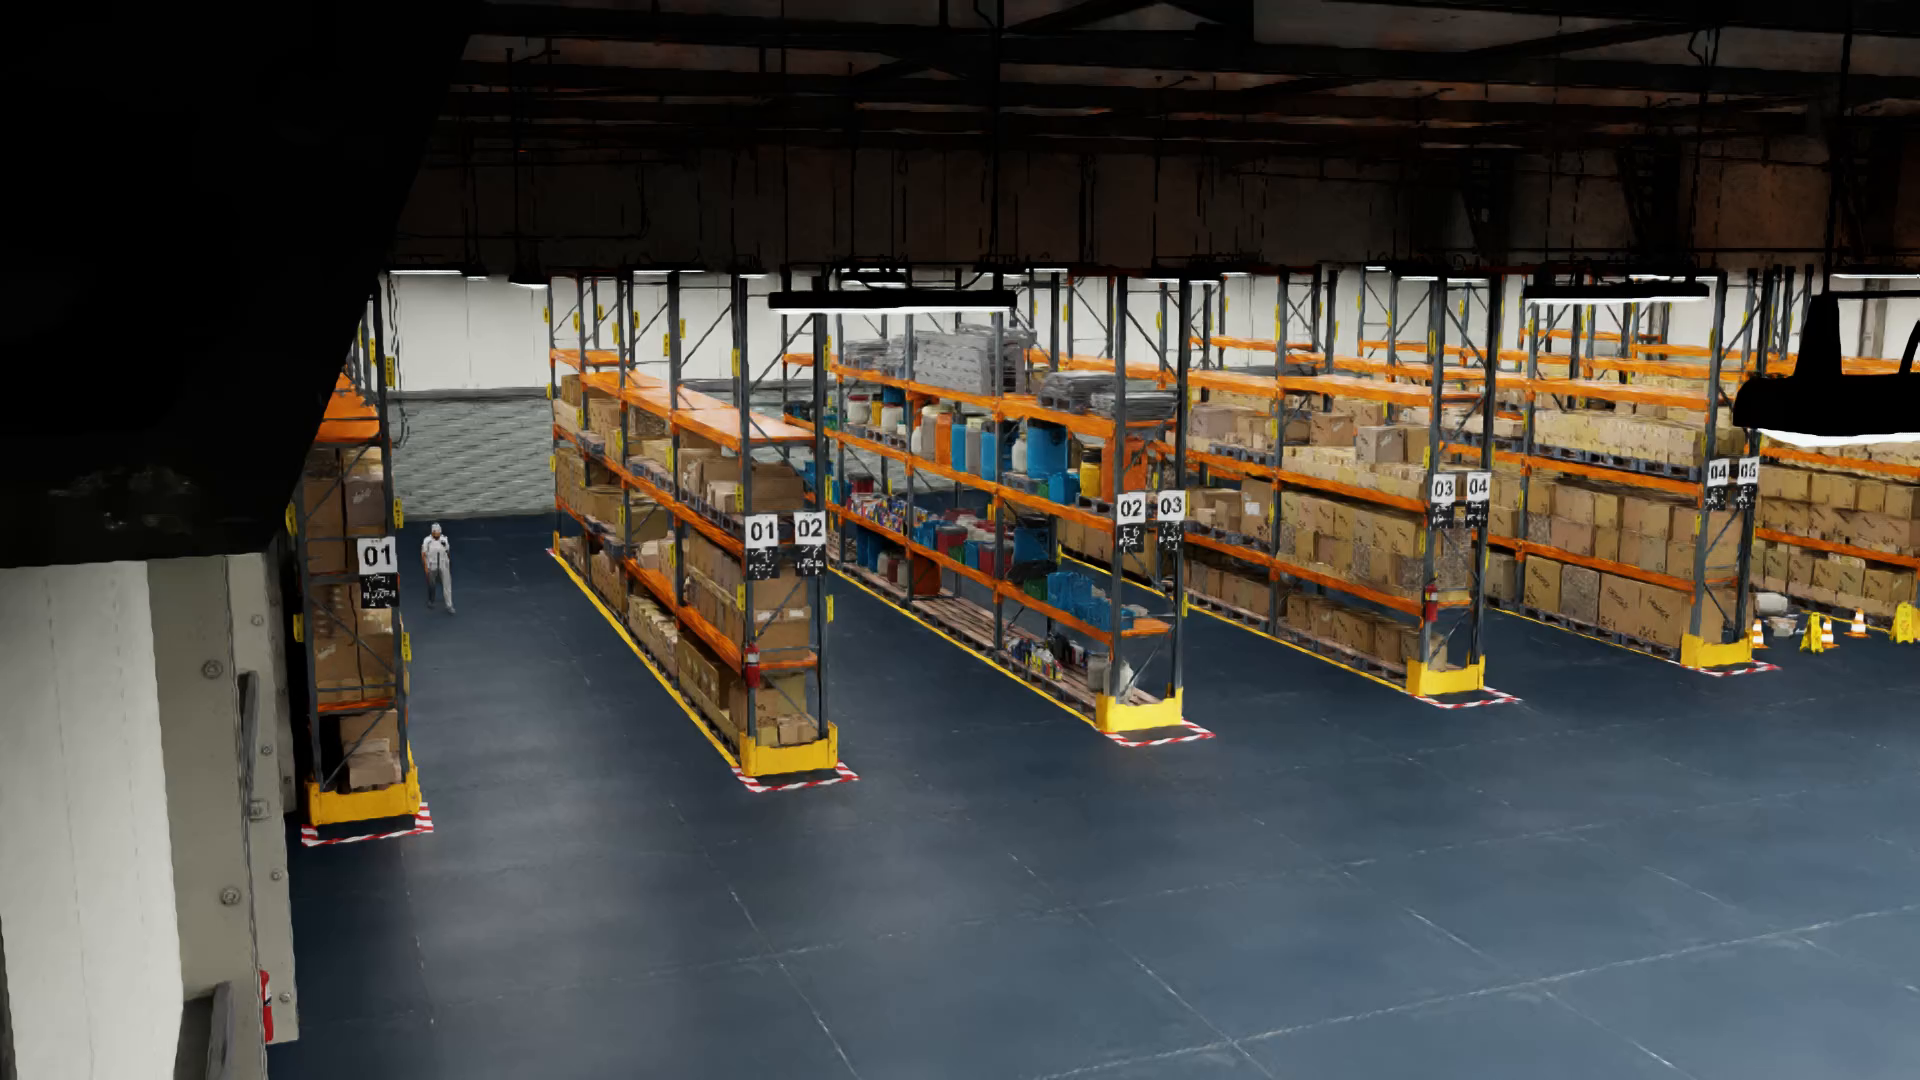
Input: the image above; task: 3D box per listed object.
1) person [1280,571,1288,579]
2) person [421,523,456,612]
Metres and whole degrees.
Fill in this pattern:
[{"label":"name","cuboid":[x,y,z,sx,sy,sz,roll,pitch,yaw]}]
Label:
[{"label":"person","cuboid":[6.042,0.158,31.062,0.468,1.600,0.406,8,12,37]},{"label":"person","cuboid":[-9.229,0.462,29.345,0.496,1.580,1.090,-4,11,-23]}]
